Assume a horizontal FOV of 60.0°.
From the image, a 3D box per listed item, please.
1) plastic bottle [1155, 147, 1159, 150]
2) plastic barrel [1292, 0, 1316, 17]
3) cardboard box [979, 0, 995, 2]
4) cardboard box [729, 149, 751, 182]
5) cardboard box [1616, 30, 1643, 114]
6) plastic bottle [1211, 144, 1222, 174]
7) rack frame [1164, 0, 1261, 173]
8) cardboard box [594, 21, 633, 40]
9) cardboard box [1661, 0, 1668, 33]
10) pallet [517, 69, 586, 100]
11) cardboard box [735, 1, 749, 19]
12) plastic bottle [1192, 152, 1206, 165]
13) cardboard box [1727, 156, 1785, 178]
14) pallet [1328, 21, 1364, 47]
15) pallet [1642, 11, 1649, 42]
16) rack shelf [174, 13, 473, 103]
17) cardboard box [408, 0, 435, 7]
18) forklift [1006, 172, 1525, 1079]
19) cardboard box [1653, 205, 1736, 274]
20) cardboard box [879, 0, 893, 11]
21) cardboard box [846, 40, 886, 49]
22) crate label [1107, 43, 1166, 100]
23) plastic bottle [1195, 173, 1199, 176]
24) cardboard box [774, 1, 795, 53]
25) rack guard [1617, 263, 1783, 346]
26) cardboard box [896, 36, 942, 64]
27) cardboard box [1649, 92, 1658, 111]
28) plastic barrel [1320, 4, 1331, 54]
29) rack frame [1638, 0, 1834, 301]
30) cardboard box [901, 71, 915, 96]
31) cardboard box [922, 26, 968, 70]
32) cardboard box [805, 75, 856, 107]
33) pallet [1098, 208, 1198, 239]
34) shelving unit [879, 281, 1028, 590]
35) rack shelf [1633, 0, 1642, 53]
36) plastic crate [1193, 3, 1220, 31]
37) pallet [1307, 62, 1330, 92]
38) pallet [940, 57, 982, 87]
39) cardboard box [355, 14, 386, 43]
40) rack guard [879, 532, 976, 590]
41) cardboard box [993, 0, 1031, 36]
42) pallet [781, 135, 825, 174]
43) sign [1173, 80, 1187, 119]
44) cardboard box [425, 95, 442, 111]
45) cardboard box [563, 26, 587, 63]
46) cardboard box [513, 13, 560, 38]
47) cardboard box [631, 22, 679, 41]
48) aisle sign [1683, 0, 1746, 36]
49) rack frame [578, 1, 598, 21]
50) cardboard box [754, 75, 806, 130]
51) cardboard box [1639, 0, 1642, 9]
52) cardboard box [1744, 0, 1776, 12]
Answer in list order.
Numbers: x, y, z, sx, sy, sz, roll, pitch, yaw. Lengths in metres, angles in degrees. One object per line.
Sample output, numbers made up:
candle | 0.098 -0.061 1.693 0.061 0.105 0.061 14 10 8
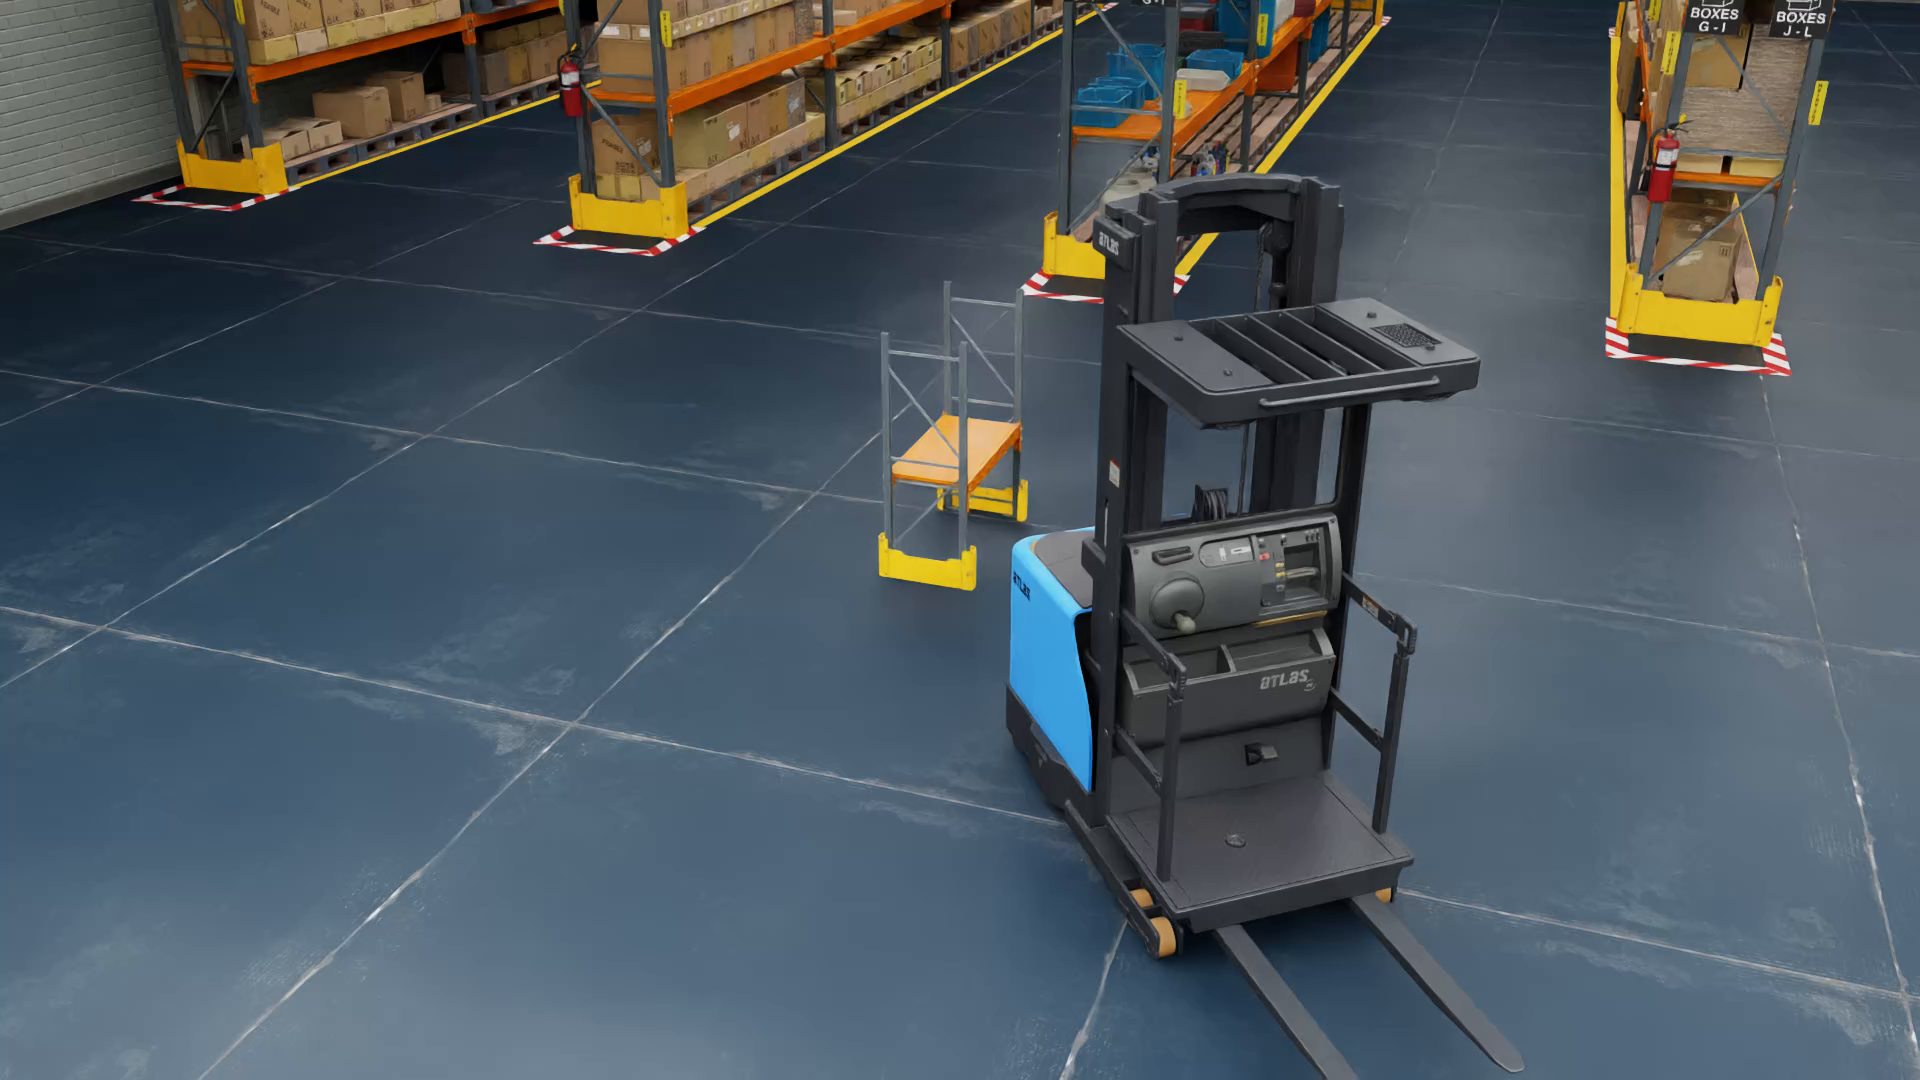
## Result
plastic bottle | 2.106 -4.166 18.034 0.152 0.276 0.135 10 27 19
plastic barrel | 4.170 -6.869 20.838 0.600 0.536 0.708 9 27 17
cardboard box | 0.309 -8.315 26.346 0.500 0.500 0.500 8 27 15
cardboard box | -2.575 -4.025 17.795 0.500 0.250 0.500 9 27 17
cardboard box | 8.959 -5.837 20.820 1.225 0.875 0.875 7 27 15
plastic bottle | 2.701 -4.019 17.643 0.144 0.351 0.185 7 27 15
rack frame | 2.708 -5.398 17.958 1.000 3.000 0.127 9 27 17
cardboard box | -3.346 -4.996 16.268 0.380 0.149 0.250 8 27 17
cardboard box | 6.824 -4.955 15.439 0.500 0.500 0.500 9 27 17
pallet | -5.973 -6.403 23.233 1.003 0.211 1.213 9 27 17
cardboard box | -2.447 -5.573 17.459 0.380 0.149 0.250 9 27 18
plastic bottle | 2.553 -3.996 17.683 0.152 0.276 0.135 9 27 17
cardboard box | 6.367 -3.006 13.304 0.380 0.149 0.250 9 27 17
pallet | 5.982 -8.242 27.030 1.003 0.211 1.213 9 27 17
pallet | 8.573 -5.929 19.274 1.213 0.211 1.003 9 27 17
rack shelf | -7.300 -5.689 19.384 1.077 0.370 4.000 9 27 17
cardboard box | -6.661 -6.669 19.871 0.500 0.500 0.500 9 27 17
forklift | 1.189 0.176 6.524 1.130 2.935 3.031 -9 27 -17
cardboard box | 6.437 -2.605 14.575 0.500 0.500 0.500 17 30 31
cardboard box | -1.174 -7.115 21.389 0.500 0.500 0.500 7 27 15
cardboard box | -1.249 -6.576 22.420 0.500 0.311 0.500 8 27 16
crate label | 1.734 -4.566 16.198 0.502 0.435 0.616 9 27 17
plastic bottle | 2.388 -3.565 16.798 0.097 0.271 0.097 0 26 0
cardboard box | -2.273 -5.762 18.594 0.700 0.500 0.500 8 27 17
rack guard | 6.072 -1.943 13.688 1.175 0.500 0.348 9 27 17
cardboard box | -0.573 -6.715 22.707 0.500 0.311 0.500 9 27 19
cardboard box | 6.674 -4.114 15.593 0.380 0.149 0.250 9 27 17
plastic barrel | 5.173 -7.709 24.657 0.600 0.901 0.708 9 27 17
rack frame | 6.047 -3.036 13.079 1.000 3.000 0.127 9 27 17
cardboard box | -0.915 -6.043 21.963 0.500 0.250 0.500 9 27 19
cardboard box | -0.210 -6.981 23.589 0.500 0.500 0.500 10 28 20
cardboard box | -1.590 -5.456 20.106 0.500 0.311 0.500 9 27 18
pallet | 2.040 -3.370 16.969 1.003 0.211 1.213 9 27 17
shelving unit | -0.025 -0.644 9.858 0.587 1.500 1.083 9 27 17
rack shelf | 9.375 -6.822 21.723 1.077 0.370 4.000 9 27 17
plastic crate | 2.781 -5.890 18.991 0.392 0.384 0.575 9 27 17
pallet | 4.669 -6.617 23.674 1.003 0.211 1.213 9 27 17
pallet | -0.347 -6.808 24.069 1.003 0.211 1.213 9 27 17
cardboard box | -6.999 -5.919 19.181 0.500 0.250 0.500 9 27 18
rack guard | -0.191 0.123 9.708 0.587 0.250 0.087 9 27 17
cardboard box | 0.806 -8.234 26.179 0.500 0.500 0.500 9 27 17
pallet | -2.266 -4.543 19.390 1.003 0.211 1.213 9 27 17
sign | 1.894 -3.798 14.334 0.100 0.325 0.005 9 27 17
cardboard box | -6.785 -5.534 20.983 0.380 0.166 0.250 5 26 11
cardboard box | -5.775 -7.054 23.740 0.700 0.500 0.500 9 27 17
cardboard box | -5.909 -7.149 23.076 0.500 0.250 0.500 9 27 17
cardboard box | -2.960 -4.941 16.155 0.380 0.149 0.250 9 27 17
aisle sign | 5.744 -4.224 12.550 0.394 0.787 0.004 9 27 17
rack frame | -5.304 -8.479 24.320 1.000 3.000 0.127 9 27 17
cardboard box | -2.088 -4.981 18.909 0.500 0.500 0.500 9 27 17
cardboard box | 8.981 -7.026 21.204 0.500 0.500 0.500 8 27 16
cardboard box | 6.825 -4.262 14.007 0.500 0.500 0.500 9 27 17
